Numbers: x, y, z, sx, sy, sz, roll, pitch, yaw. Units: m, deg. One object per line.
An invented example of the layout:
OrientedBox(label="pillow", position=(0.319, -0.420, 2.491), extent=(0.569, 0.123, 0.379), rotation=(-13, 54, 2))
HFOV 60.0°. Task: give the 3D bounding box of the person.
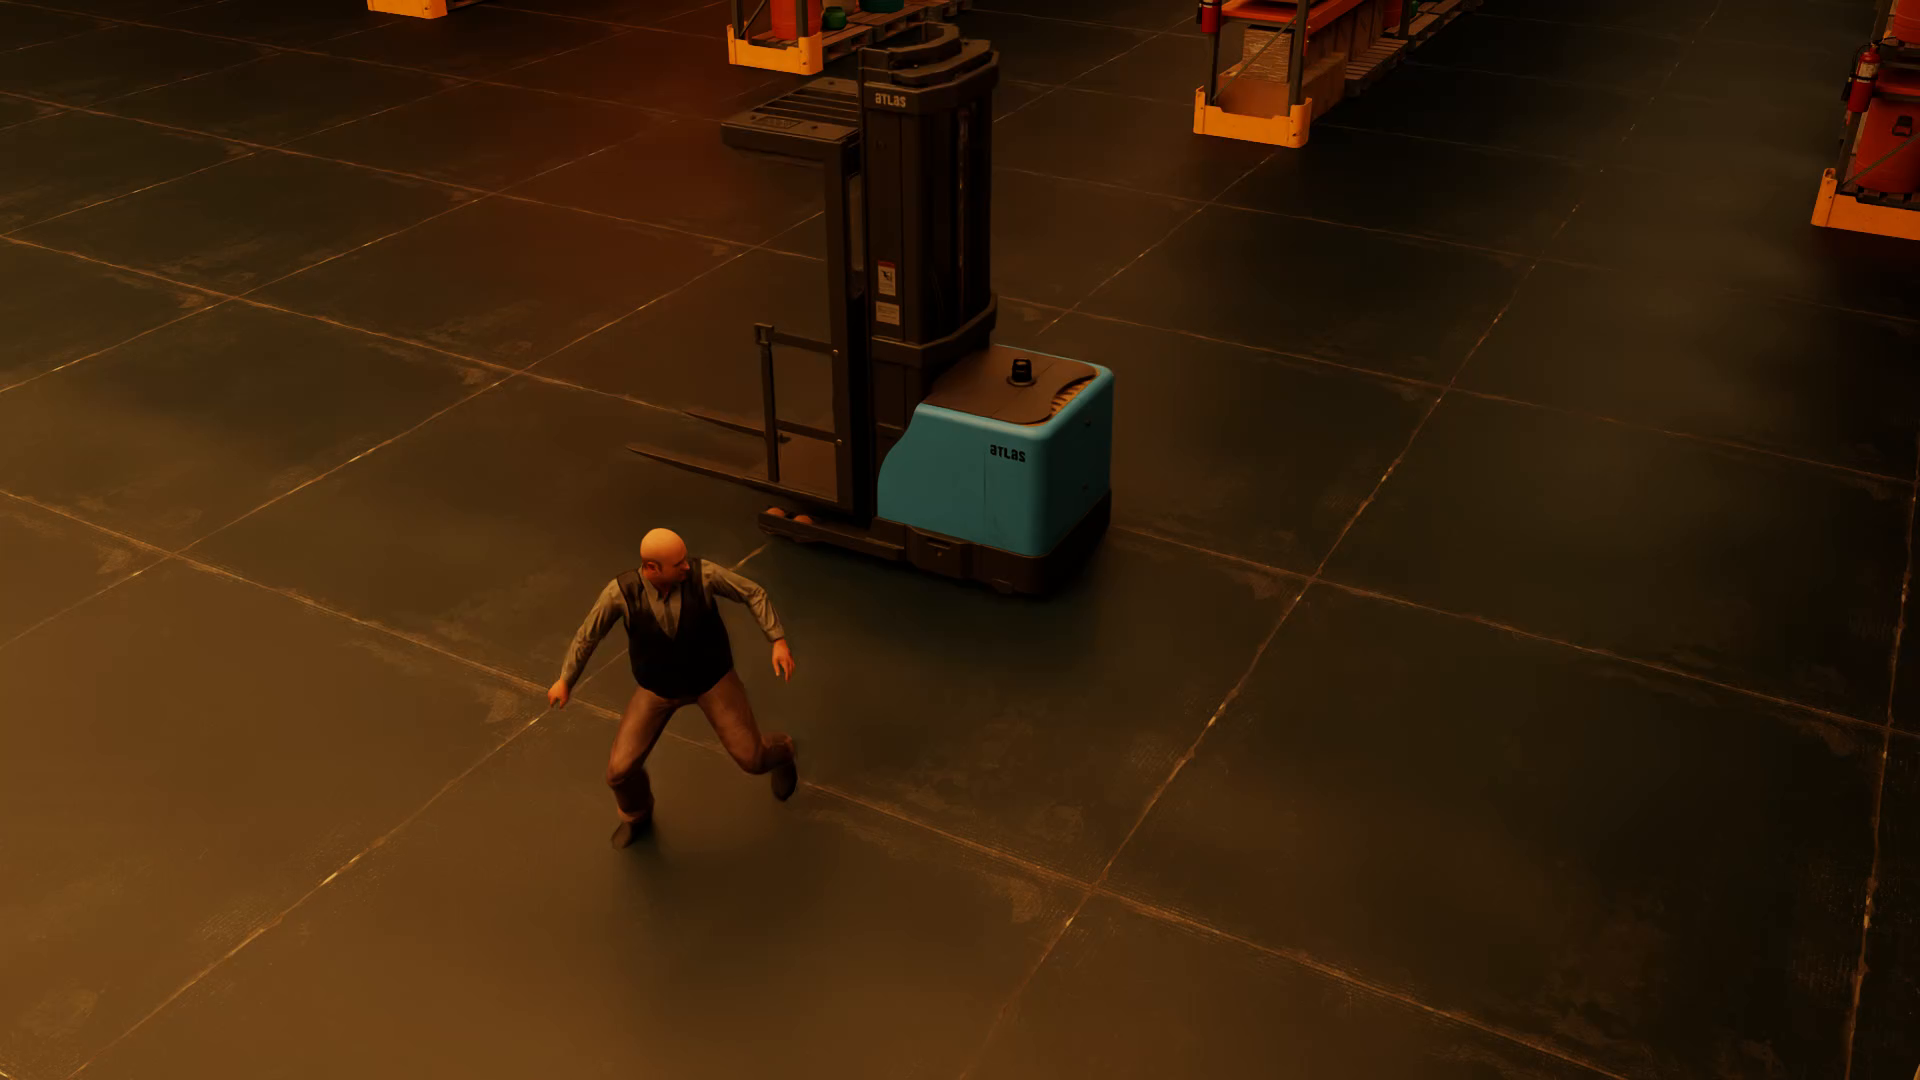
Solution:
OrientedBox(label="person", position=(-1.279, 0.643, 7.369), extent=(1.099, 1.606, 0.502), rotation=(-3, 30, -5))

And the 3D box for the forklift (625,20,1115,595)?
OrientedBox(label="forklift", position=(-0.639, -1.467, 9.612), extent=(3.031, 2.935, 1.130), rotation=(15, 33, 24))
